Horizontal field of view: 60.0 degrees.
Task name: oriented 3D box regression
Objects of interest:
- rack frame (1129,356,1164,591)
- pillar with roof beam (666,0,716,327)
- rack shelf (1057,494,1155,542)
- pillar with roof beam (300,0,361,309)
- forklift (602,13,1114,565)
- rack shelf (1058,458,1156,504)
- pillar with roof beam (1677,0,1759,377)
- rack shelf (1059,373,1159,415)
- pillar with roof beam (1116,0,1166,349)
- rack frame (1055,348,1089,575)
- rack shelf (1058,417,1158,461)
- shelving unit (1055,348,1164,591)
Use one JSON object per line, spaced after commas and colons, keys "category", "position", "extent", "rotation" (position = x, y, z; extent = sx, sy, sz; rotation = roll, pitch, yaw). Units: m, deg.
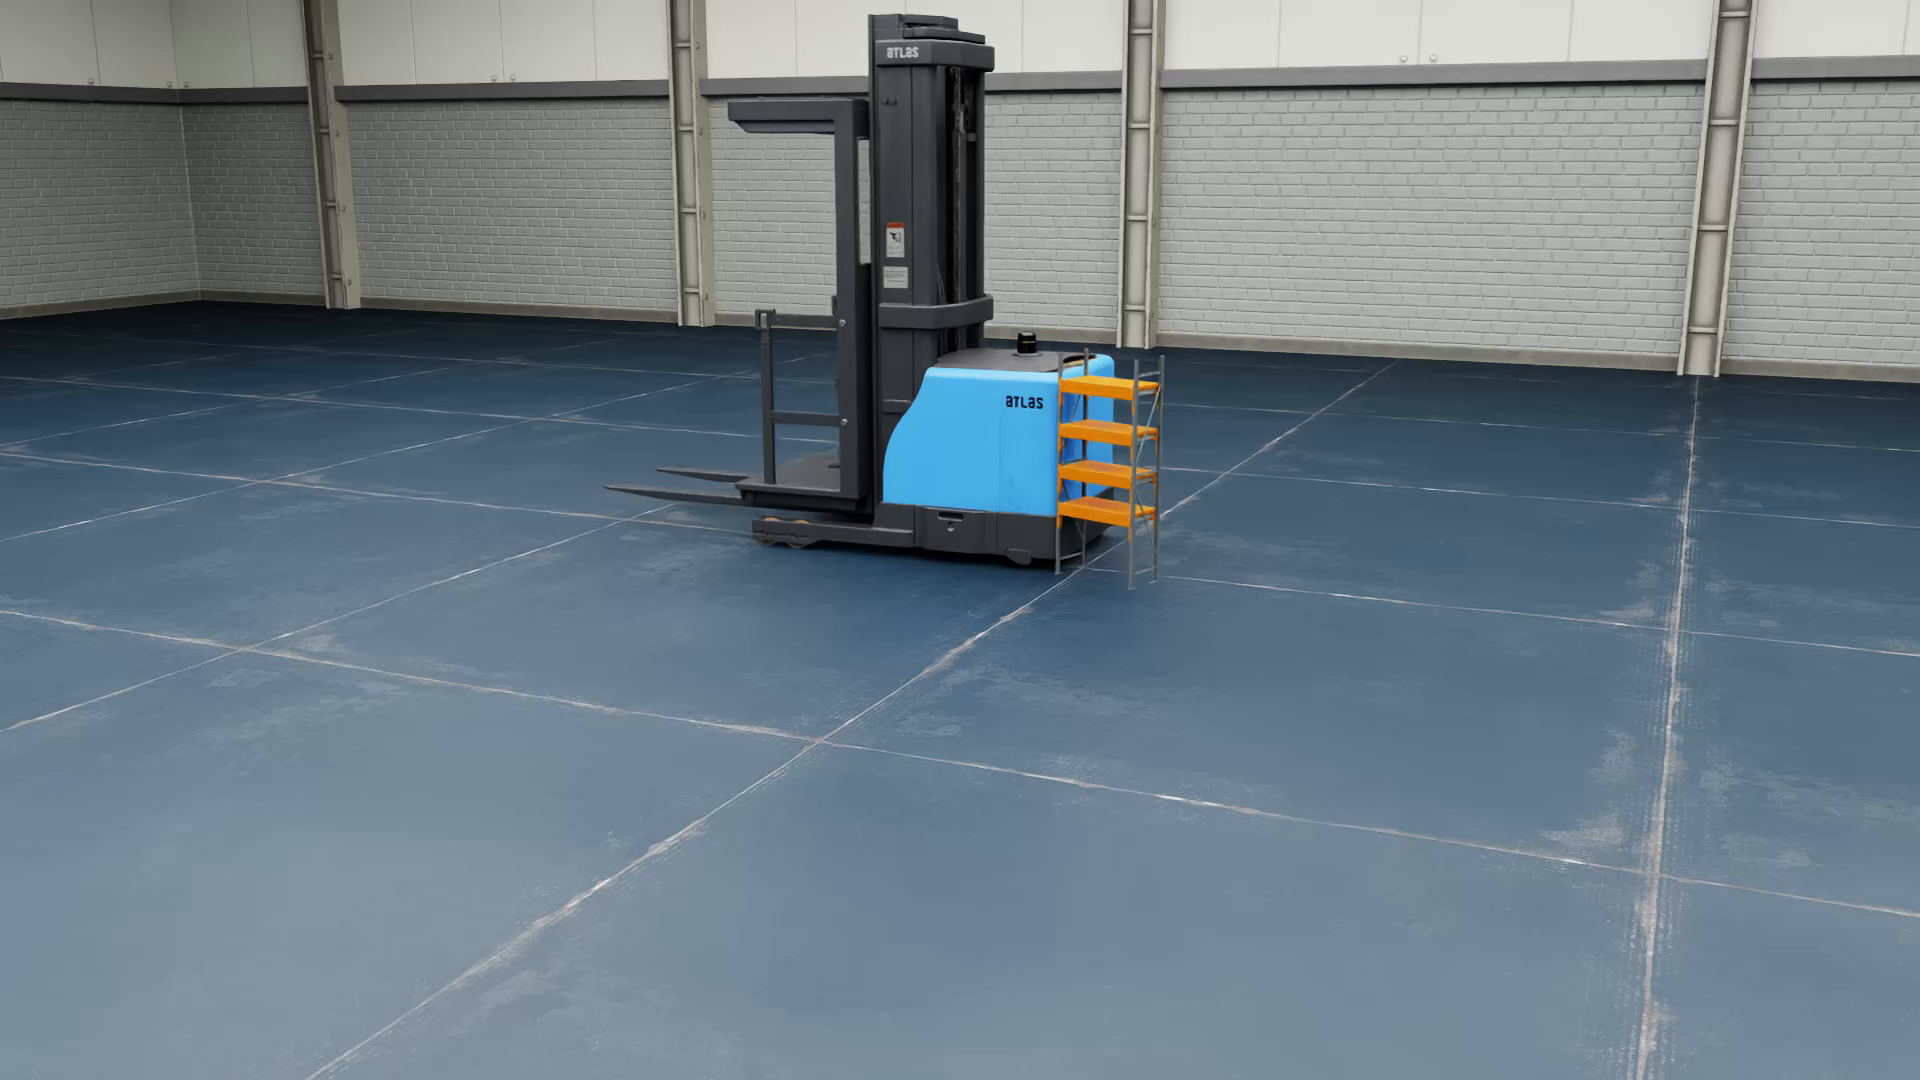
{"category": "rack frame", "position": [0.963, -0.342, 8.586], "extent": [0.015, 1.200, 0.240], "rotation": [12, 18, 41]}
{"category": "pillar with roof beam", "position": [-5.175, -6.289, 16.858], "extent": [0.400, 9.000, 9.100], "rotation": [6, 14, 23]}
{"category": "rack shelf", "position": [0.781, -0.120, 8.805], "extent": [0.480, 0.148, 0.258], "rotation": [12, 18, 41]}
{"category": "pillar with roof beam", "position": [-10.661, -6.844, 19.224], "extent": [0.400, 9.000, 9.100], "rotation": [6, 14, 23]}
{"category": "forklift", "position": [-0.664, -1.482, 9.656], "extent": [3.031, 2.935, 1.130], "rotation": [5, 14, 21]}
{"category": "rack shelf", "position": [0.781, -0.314, 8.760], "extent": [0.480, 0.148, 0.258], "rotation": [12, 18, 41]}
{"category": "pillar with roof beam", "position": [5.797, -5.179, 12.126], "extent": [0.400, 9.000, 9.100], "rotation": [6, 14, 23]}
{"category": "rack shelf", "position": [0.781, -0.762, 8.655], "extent": [0.480, 0.148, 0.258], "rotation": [12, 18, 41]}
{"category": "pillar with roof beam", "position": [0.311, -5.734, 14.492], "extent": [0.400, 9.000, 9.100], "rotation": [6, 14, 23]}
{"category": "rack frame", "position": [0.600, -0.417, 8.903], "extent": [0.015, 1.200, 0.240], "rotation": [12, 18, 41]}
{"category": "rack shelf", "position": [0.781, -0.532, 8.709], "extent": [0.480, 0.148, 0.258], "rotation": [12, 18, 41]}
{"category": "shelving unit", "position": [0.781, -0.379, 8.745], "extent": [0.503, 1.200, 0.258], "rotation": [12, 18, 41]}
